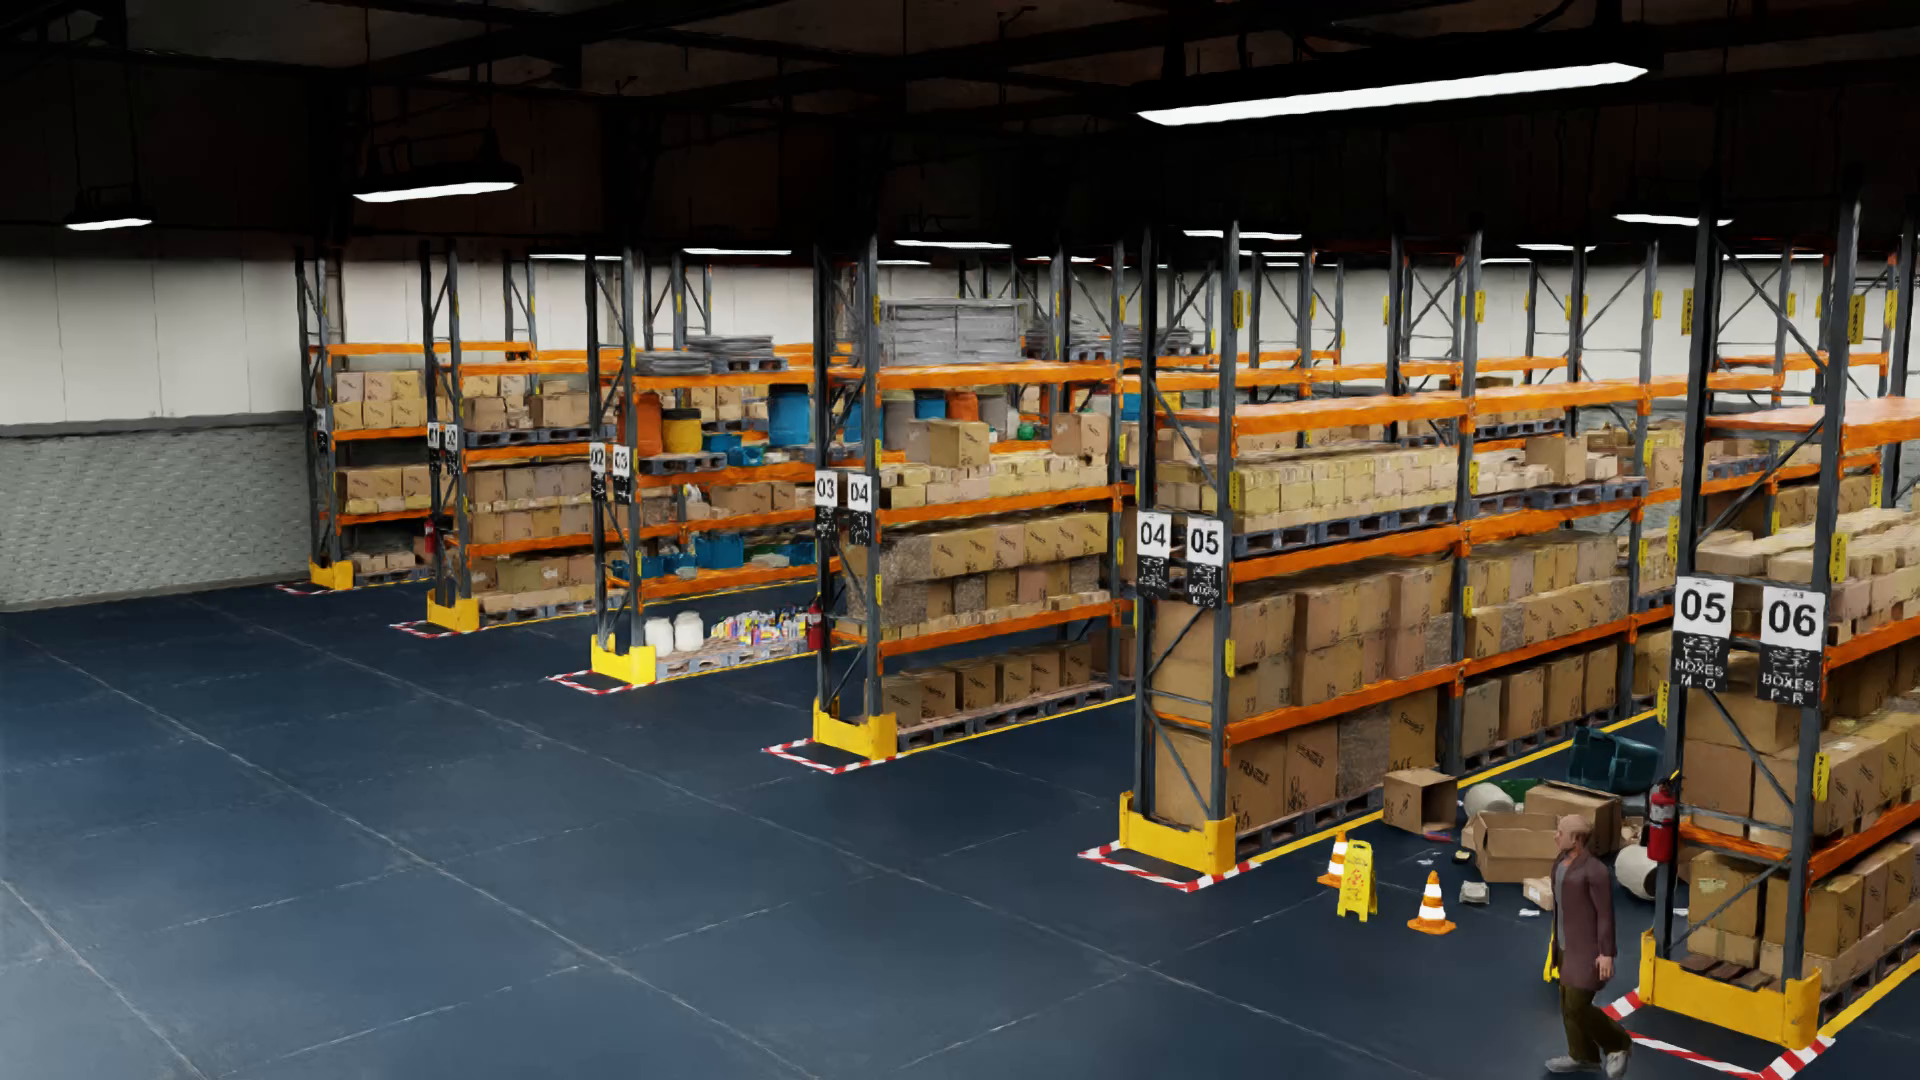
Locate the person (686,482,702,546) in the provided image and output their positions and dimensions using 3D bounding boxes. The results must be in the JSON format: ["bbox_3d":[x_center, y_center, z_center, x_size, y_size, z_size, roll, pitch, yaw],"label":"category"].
[{"bbox_3d":[-5.262,-0.487,32.542,0.444,1.786,0.589,3,9,20],"label":"person"}]

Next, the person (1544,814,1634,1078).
[{"bbox_3d":[4.192,2.746,11.037,0.573,1.659,0.622,-1,8,-7],"label":"person"}]
